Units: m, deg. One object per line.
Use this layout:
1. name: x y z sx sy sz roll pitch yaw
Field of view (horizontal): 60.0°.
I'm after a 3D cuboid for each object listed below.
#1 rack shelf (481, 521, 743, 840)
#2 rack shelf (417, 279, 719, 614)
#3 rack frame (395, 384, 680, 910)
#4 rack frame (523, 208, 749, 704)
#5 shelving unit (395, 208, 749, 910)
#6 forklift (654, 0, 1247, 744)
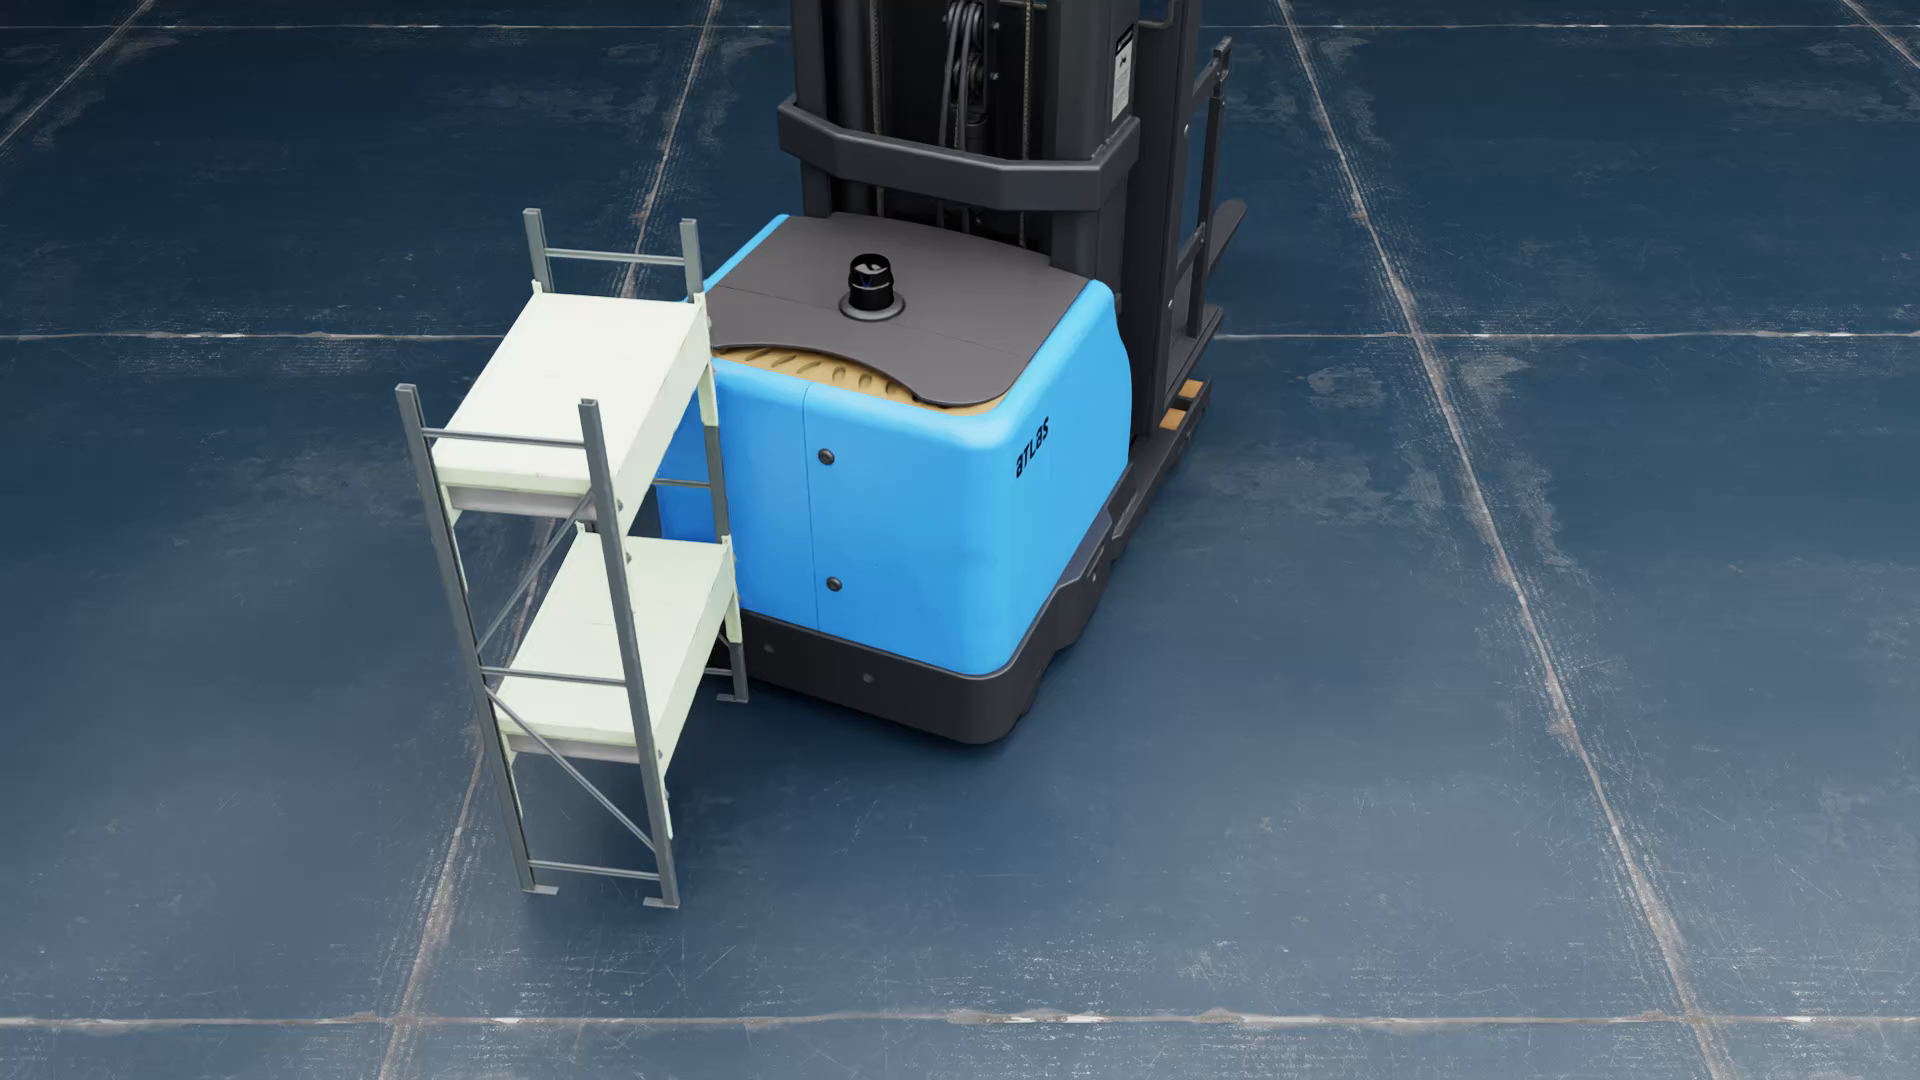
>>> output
1. rack shelf: -0.844 0.333 4.157 0.431 0.370 0.720 5 39 6
2. rack shelf: -0.844 -0.226 3.709 0.431 0.370 0.720 5 39 6
3. rack frame: -0.894 0.305 3.670 0.400 1.500 0.023 5 39 6
4. rack frame: -0.794 -0.148 4.236 0.400 1.500 0.023 5 39 6
5. shelving unit: -0.844 0.078 3.953 0.431 1.500 0.755 5 39 6
6. forklift: 0.219 -1.519 4.801 1.130 2.935 3.031 15 41 18
